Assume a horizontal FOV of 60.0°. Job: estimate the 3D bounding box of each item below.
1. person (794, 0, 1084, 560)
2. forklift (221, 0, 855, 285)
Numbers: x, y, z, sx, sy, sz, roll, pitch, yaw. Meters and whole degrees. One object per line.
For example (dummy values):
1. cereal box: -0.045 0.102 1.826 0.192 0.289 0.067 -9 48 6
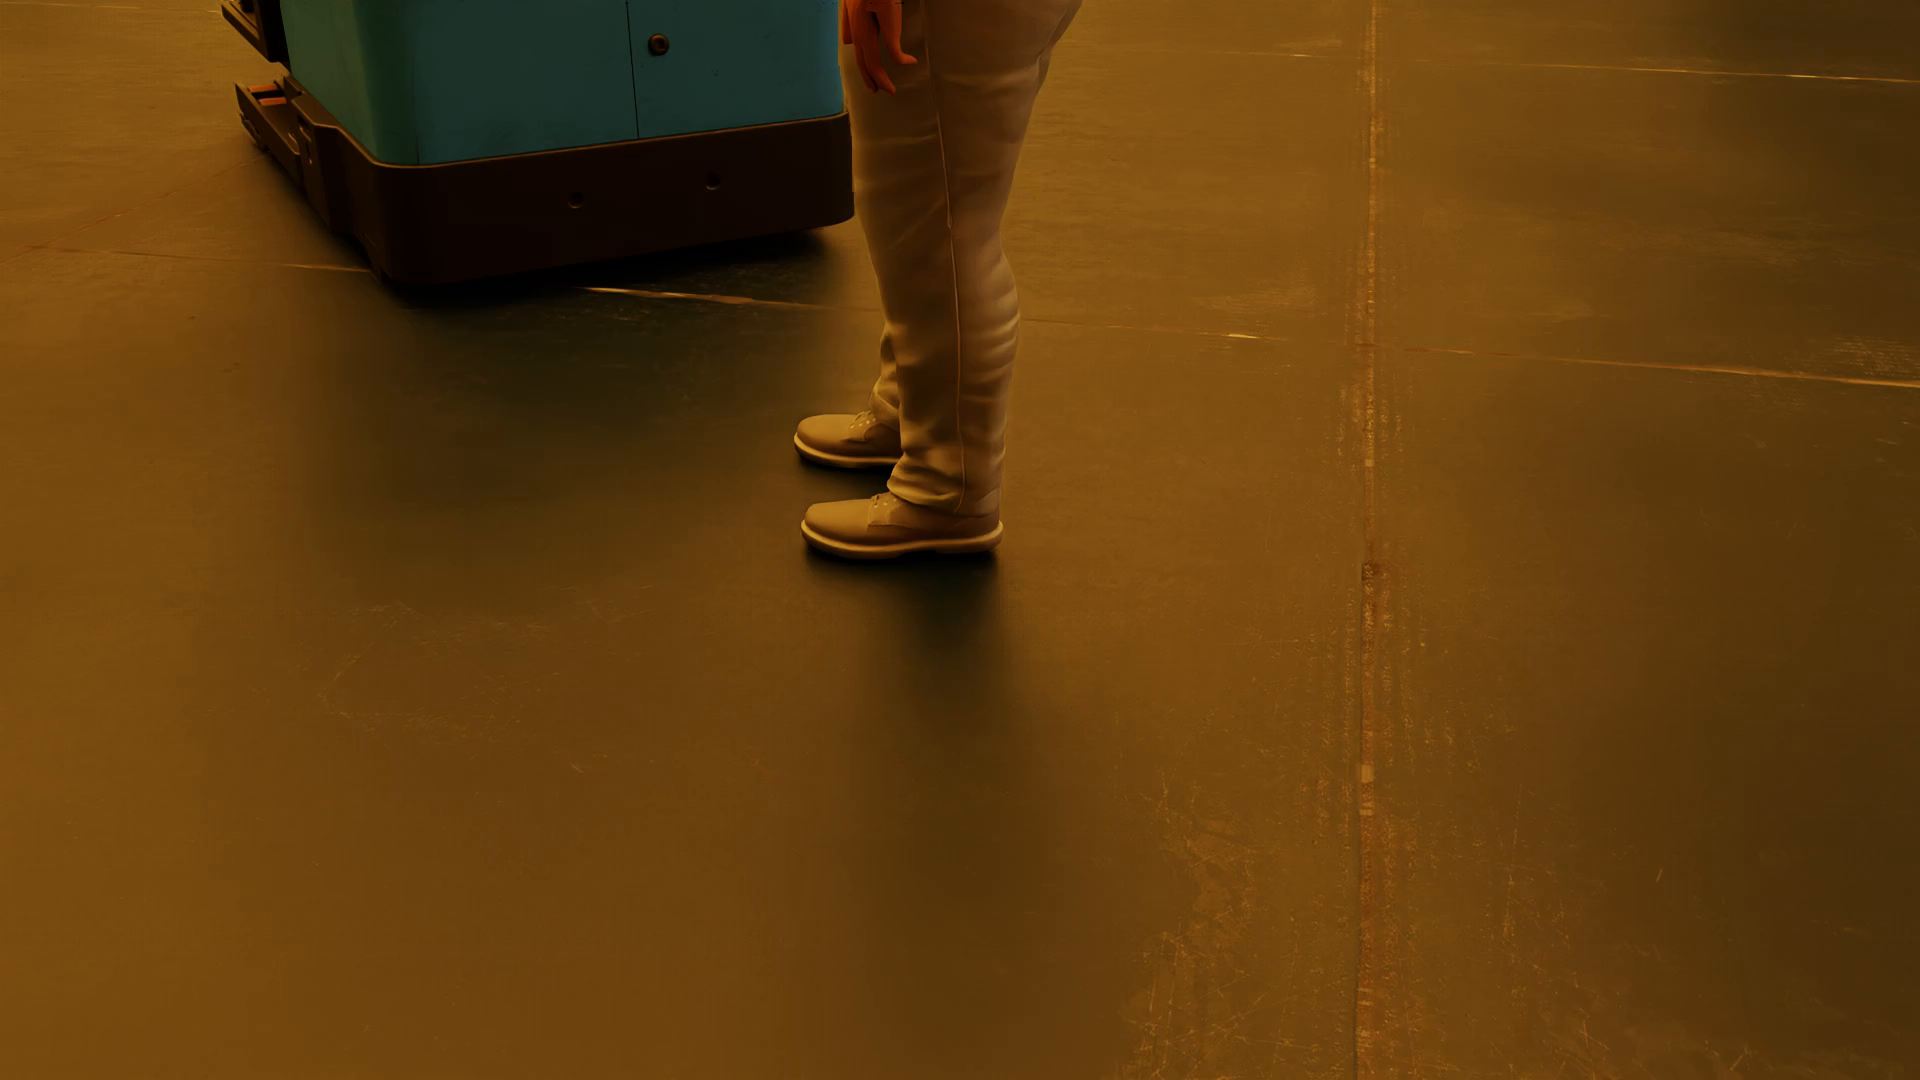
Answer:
1. person: -0.070 -0.768 2.156 0.529 1.670 0.599 6 27 11
2. forklift: -1.403 -2.453 4.108 1.130 2.935 3.031 -14 30 -26
